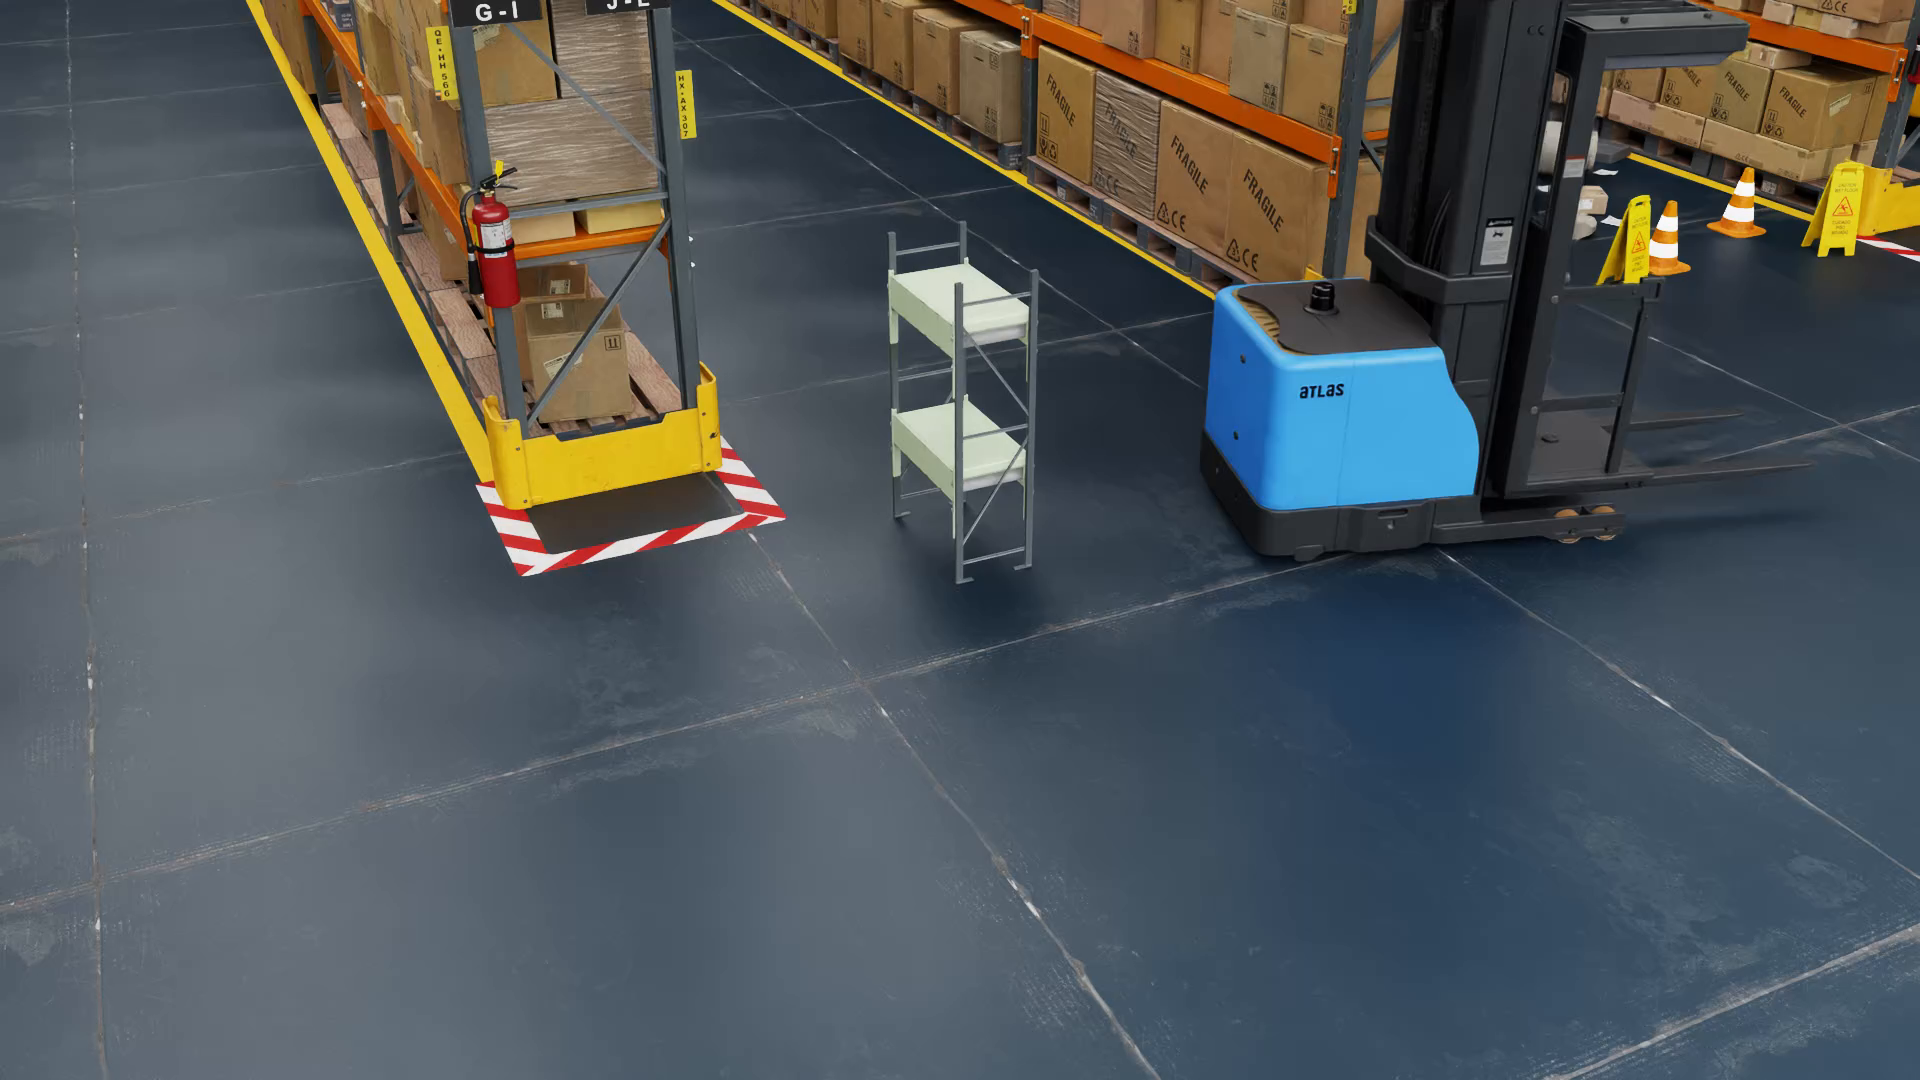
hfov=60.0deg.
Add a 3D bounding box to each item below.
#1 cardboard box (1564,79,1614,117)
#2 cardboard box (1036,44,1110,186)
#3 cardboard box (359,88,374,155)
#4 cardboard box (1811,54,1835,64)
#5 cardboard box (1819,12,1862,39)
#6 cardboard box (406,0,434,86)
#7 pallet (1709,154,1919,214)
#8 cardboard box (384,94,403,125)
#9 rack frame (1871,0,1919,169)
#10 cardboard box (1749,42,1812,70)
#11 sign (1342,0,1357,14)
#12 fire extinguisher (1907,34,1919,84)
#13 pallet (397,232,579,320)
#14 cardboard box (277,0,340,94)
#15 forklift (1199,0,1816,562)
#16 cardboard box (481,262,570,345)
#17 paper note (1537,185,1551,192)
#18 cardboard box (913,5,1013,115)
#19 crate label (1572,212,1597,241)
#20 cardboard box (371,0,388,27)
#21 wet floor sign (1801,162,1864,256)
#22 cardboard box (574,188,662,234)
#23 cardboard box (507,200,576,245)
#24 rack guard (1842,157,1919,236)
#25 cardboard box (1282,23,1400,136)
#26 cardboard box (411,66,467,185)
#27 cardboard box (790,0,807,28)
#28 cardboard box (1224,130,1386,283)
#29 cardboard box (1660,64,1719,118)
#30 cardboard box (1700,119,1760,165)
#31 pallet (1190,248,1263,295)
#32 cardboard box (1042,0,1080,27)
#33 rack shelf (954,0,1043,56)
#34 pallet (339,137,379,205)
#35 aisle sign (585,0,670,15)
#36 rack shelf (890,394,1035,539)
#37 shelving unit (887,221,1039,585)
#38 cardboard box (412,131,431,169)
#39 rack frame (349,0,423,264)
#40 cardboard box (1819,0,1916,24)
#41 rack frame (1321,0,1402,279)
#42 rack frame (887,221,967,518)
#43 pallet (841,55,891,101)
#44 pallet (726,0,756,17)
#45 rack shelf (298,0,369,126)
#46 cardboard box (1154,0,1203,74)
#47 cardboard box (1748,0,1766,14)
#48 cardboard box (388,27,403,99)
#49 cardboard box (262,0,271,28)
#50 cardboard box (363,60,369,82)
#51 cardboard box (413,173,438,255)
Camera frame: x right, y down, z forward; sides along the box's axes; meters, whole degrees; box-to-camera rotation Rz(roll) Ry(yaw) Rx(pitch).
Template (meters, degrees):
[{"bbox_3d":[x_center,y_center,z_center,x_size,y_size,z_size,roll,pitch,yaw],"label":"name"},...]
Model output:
[{"bbox_3d":[5.653,-3.898,14.516,0.500,0.250,0.500,-11,31,-19],"label":"cardboard box"},{"bbox_3d":[1.184,-3.344,12.890,0.875,0.875,0.875,-13,32,-21],"label":"cardboard box"},{"bbox_3d":[-4.458,-3.469,13.476,0.700,0.500,0.500,-10,31,-18],"label":"cardboard box"},{"bbox_3d":[6.786,-3.663,13.331,0.500,0.500,0.500,-14,32,-24],"label":"cardboard box"},{"bbox_3d":[6.559,-3.797,12.211,0.380,0.149,0.250,-13,32,-23],"label":"cardboard box"},{"bbox_3d":[-2.508,-2.637,8.457,0.500,0.500,0.500,-13,32,-22],"label":"cardboard box"},{"bbox_3d":[6.772,-2.881,13.172,1.003,0.211,1.213,-13,32,-22],"label":"pallet"},{"bbox_3d":[-3.311,-2.671,10.203,0.380,0.149,0.250,-13,32,-22],"label":"cardboard box"},{"bbox_3d":[7.122,-3.698,11.777,1.000,3.000,0.127,-13,32,-22],"label":"rack frame"},{"bbox_3d":[6.324,-3.739,12.802,0.380,0.149,0.250,-12,31,-21],"label":"cardboard box"},{"bbox_3d":[2.198,-3.114,9.311,0.100,0.325,0.005,-13,32,-22],"label":"sign"},{"bbox_3d":[6.755,-3.517,11.533,0.296,0.674,0.183,-13,32,-22],"label":"fire extinguisher"},{"bbox_3d":[-3.226,-1.878,11.384,1.003,0.211,1.213,-13,32,-22],"label":"pallet"},{"bbox_3d":[-5.541,-4.716,15.337,1.225,0.875,0.875,-15,32,-24],"label":"cardboard box"},{"bbox_3d":[2.827,-1.510,7.946,3.031,2.935,1.130,-5,30,-9],"label":"forklift"},{"bbox_3d":[-2.621,-1.526,10.032,0.500,0.500,0.500,-10,31,-17],"label":"cardboard box"},{"bbox_3d":[4.689,-2.804,13.231,0.148,0.019,0.142,-3,29,-5],"label":"paper note"},{"bbox_3d":[0.219,-4.265,14.659,1.050,0.750,0.750,-13,32,-22],"label":"cardboard box"},{"bbox_3d":[4.522,-2.319,12.246,0.298,0.136,0.250,19,34,30],"label":"crate label"},{"bbox_3d":[-3.152,-3.300,9.639,0.500,0.500,0.500,-13,32,-22],"label":"cardboard box"},{"bbox_3d":[6.237,-2.362,11.803,0.267,0.644,0.232,-3,29,-5],"label":"wet floor sign"},{"bbox_3d":[-1.736,-1.683,8.442,0.380,0.149,0.250,-13,32,-22],"label":"cardboard box"},{"bbox_3d":[-2.138,-1.590,8.275,0.380,0.149,0.250,-13,32,-22],"label":"cardboard box"},{"bbox_3d":[7.089,-2.641,12.448,1.175,0.500,0.348,-13,32,-22],"label":"rack guard"},{"bbox_3d":[2.494,-2.833,10.083,0.875,0.550,0.550,-13,32,-22],"label":"cardboard box"},{"bbox_3d":[-2.363,-2.235,8.762,0.875,0.500,0.500,-13,32,-22],"label":"cardboard box"},{"bbox_3d":[-1.478,-5.706,17.486,0.500,0.500,0.500,-12,31,-20],"label":"cardboard box"},{"bbox_3d":[2.343,-2.156,10.771,0.875,0.875,0.875,-13,32,-22],"label":"cardboard box"},{"bbox_3d":[6.105,-3.762,13.507,0.500,0.500,0.500,-14,32,-23],"label":"cardboard box"},{"bbox_3d":[6.316,-3.213,13.294,0.500,0.250,0.500,-13,32,-22],"label":"cardboard box"},{"bbox_3d":[2.280,-1.734,11.127,1.003,0.211,1.213,-13,32,-22],"label":"pallet"},{"bbox_3d":[1.146,-4.286,12.672,0.875,0.550,0.550,-13,32,-22],"label":"cardboard box"},{"bbox_3d":[0.118,-4.950,14.747,1.077,0.370,4.000,-13,32,-22],"label":"rack shelf"},{"bbox_3d":[-4.409,-3.051,13.475,1.003,0.211,1.213,-13,32,-22],"label":"pallet"},{"bbox_3d":[-1.531,-2.786,7.494,0.394,0.787,0.004,-13,32,-22],"label":"aisle sign"},{"bbox_3d":[0.003,-0.367,8.037,0.431,0.370,0.720,-13,32,-22],"label":"rack shelf"},{"bbox_3d":[0.003,-0.651,7.878,0.431,1.500,0.755,-13,32,-22],"label":"shelving unit"},{"bbox_3d":[-2.876,-2.230,9.417,0.380,0.149,0.250,-13,32,-22],"label":"cardboard box"},{"bbox_3d":[-3.546,-3.384,11.218,1.000,3.000,0.127,-13,32,-22],"label":"rack frame"},{"bbox_3d":[6.640,-4.053,12.004,0.500,0.500,0.500,-14,32,-23],"label":"cardboard box"},{"bbox_3d":[2.694,-2.614,9.844,1.000,3.000,0.127,-13,32,-22],"label":"rack frame"},{"bbox_3d":[-0.154,-0.813,8.166,0.400,1.500,0.023,-13,32,-22],"label":"rack frame"},{"bbox_3d":[-0.470,-4.567,16.179,1.003,0.211,1.213,-13,32,-22],"label":"pallet"},{"bbox_3d":[-2.122,-6.355,19.367,1.003,0.211,1.213,-13,32,-22],"label":"pallet"},{"bbox_3d":[-4.405,-3.953,12.969,1.077,0.370,4.000,-13,32,-22],"label":"rack shelf"},{"bbox_3d":[1.846,-3.571,11.398,0.875,0.550,0.500,-13,32,-22],"label":"cardboard box"},{"bbox_3d":[6.347,-4.165,12.867,0.380,0.149,0.250,-13,32,-21],"label":"cardboard box"},{"bbox_3d":[-2.920,-2.917,9.979,0.875,0.500,0.500,-13,32,-22],"label":"cardboard box"},{"bbox_3d":[-6.688,-5.896,17.440,1.225,0.875,0.875,-13,32,-22],"label":"cardboard box"},{"bbox_3d":[-3.725,-3.116,10.997,0.380,0.149,0.250,-13,32,-22],"label":"cardboard box"},{"bbox_3d":[-3.410,-2.292,11.396,0.500,0.500,0.500,-14,32,-23],"label":"cardboard box"}]
